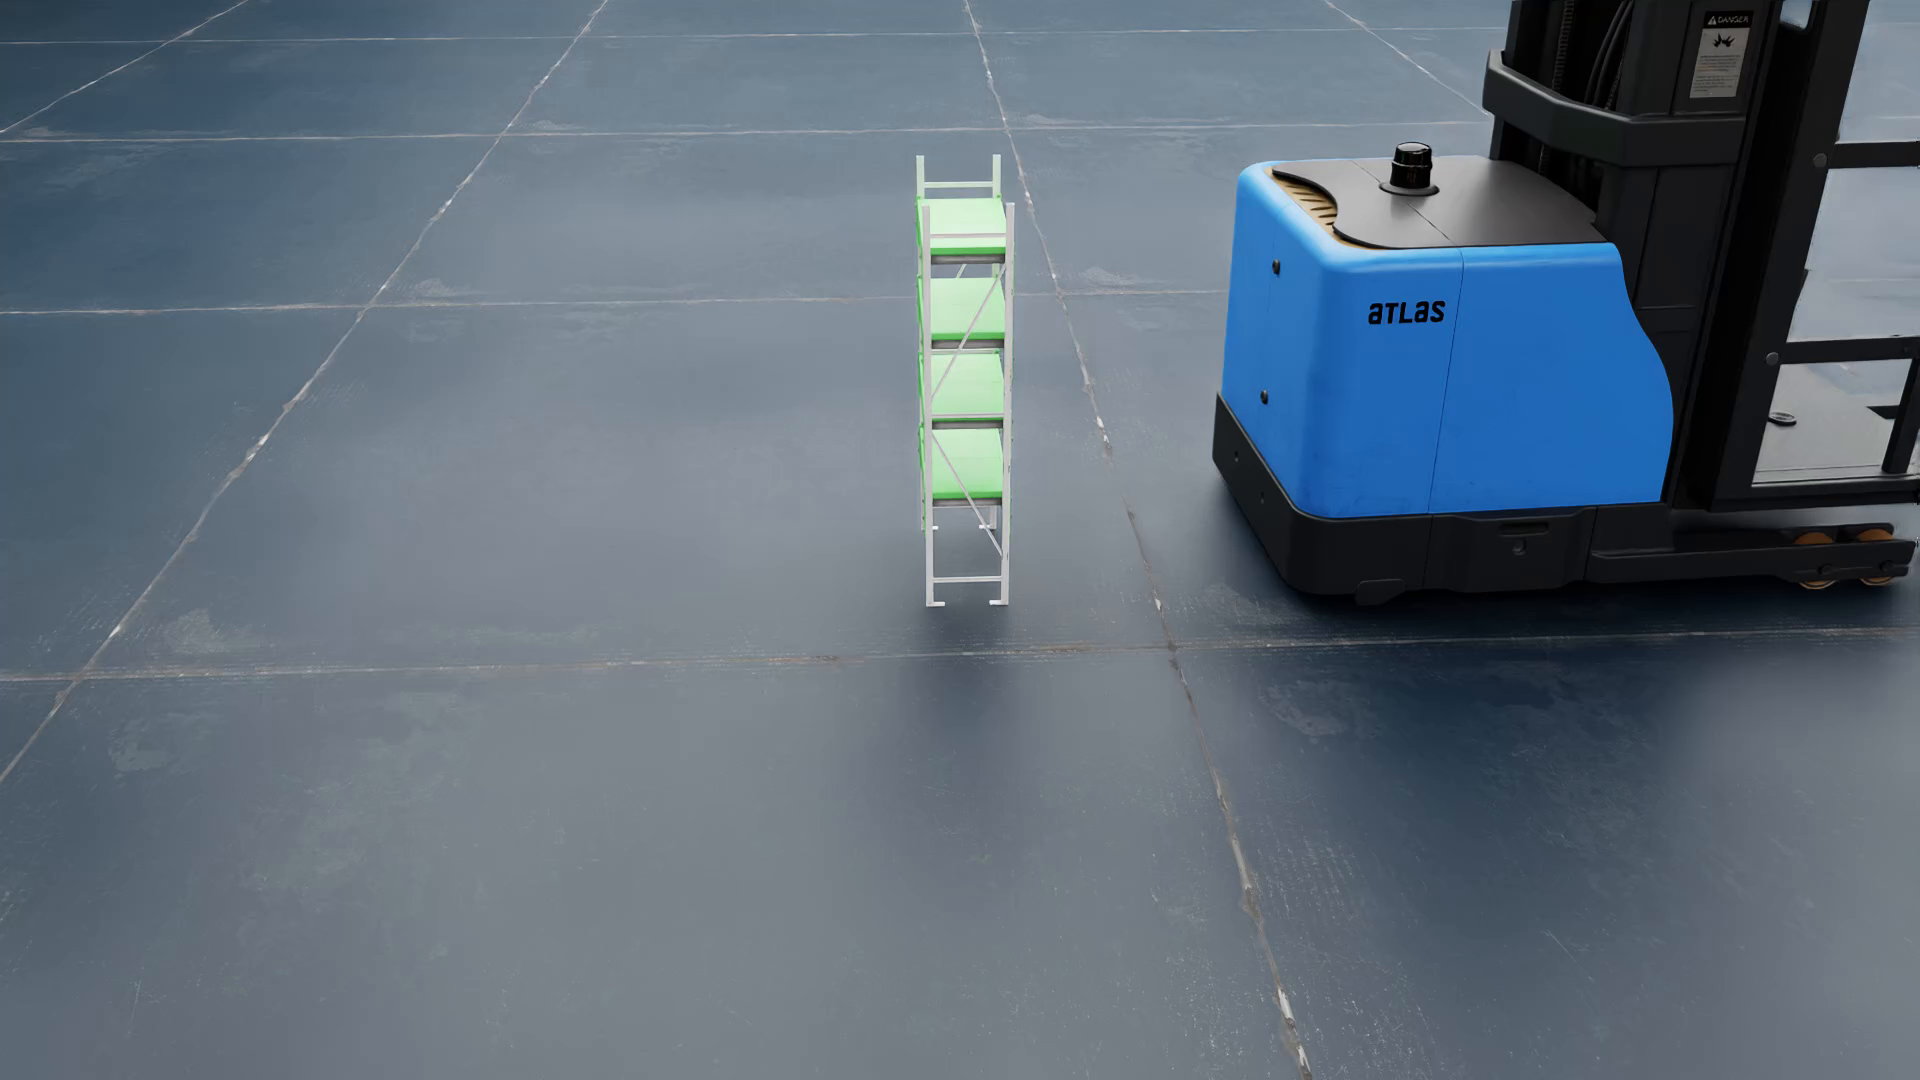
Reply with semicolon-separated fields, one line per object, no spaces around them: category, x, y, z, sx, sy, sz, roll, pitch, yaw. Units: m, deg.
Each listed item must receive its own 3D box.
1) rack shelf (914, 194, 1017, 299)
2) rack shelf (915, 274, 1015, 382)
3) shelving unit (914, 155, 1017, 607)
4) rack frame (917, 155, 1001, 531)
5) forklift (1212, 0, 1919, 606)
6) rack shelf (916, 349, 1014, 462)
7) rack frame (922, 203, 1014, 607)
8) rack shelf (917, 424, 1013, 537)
rack shelf;0.009;-0.824;4.634;0.258;0.148;0.480;-1;28;-3
rack shelf;0.009;-0.612;4.745;0.258;0.148;0.480;-1;28;-3
shelving unit;0.009;-0.456;4.826;0.258;1.200;0.503;-1;28;-3
rack frame;-0.004;-0.568;5.042;0.240;1.200;0.015;-1;28;-3
forklift;2.406;-1.392;4.750;3.031;2.935;1.130;-3;28;-6
rack shelf;0.009;-0.399;4.856;0.258;0.148;0.480;-1;28;-3
rack frame;0.021;-0.343;4.610;0.240;1.200;0.015;-1;28;-3
rack shelf;0.009;-0.186;4.966;0.258;0.148;0.480;-1;28;-3
